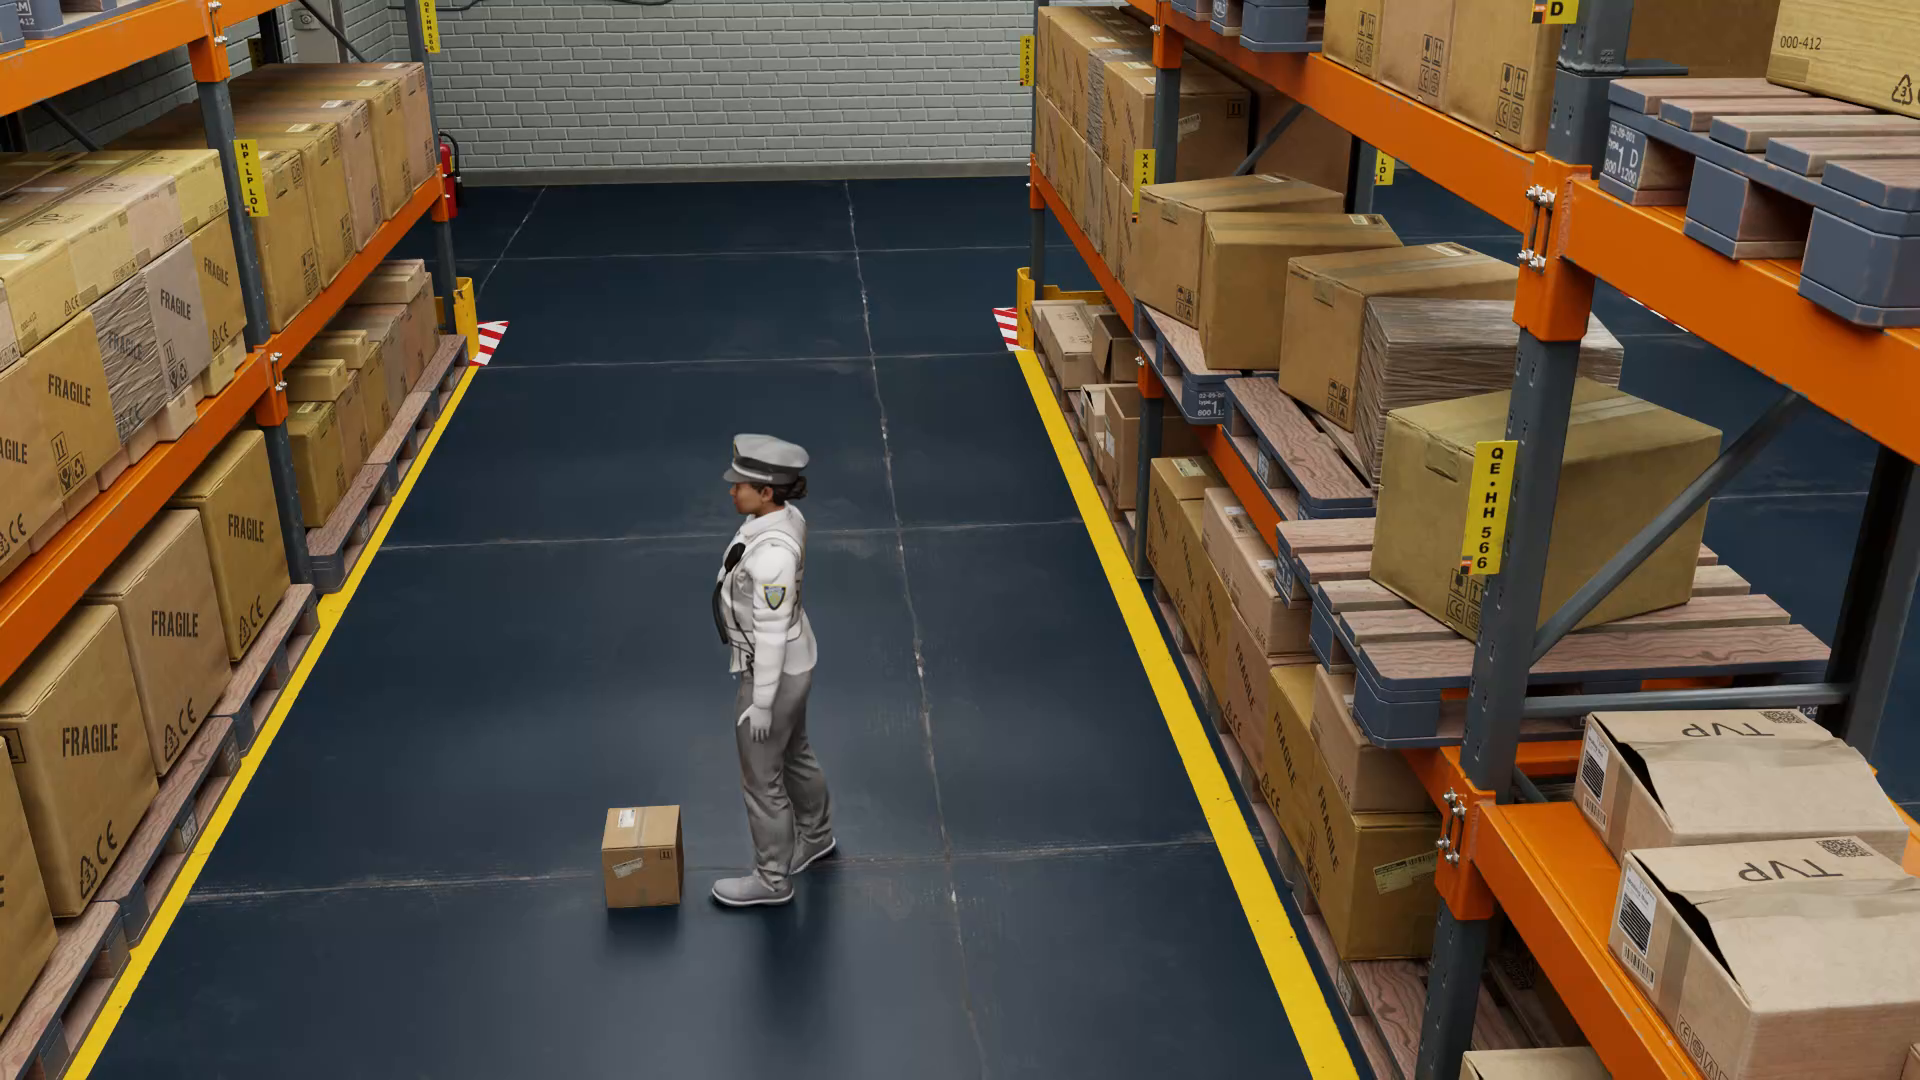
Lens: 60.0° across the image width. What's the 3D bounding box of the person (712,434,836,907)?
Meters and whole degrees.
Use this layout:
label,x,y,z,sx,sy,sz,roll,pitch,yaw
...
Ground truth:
label,x,y,z,sx,sy,sz,roll,pitch,yaw
person,-0.656,0.455,5.570,0.431,1.699,0.488,-1,24,-3
